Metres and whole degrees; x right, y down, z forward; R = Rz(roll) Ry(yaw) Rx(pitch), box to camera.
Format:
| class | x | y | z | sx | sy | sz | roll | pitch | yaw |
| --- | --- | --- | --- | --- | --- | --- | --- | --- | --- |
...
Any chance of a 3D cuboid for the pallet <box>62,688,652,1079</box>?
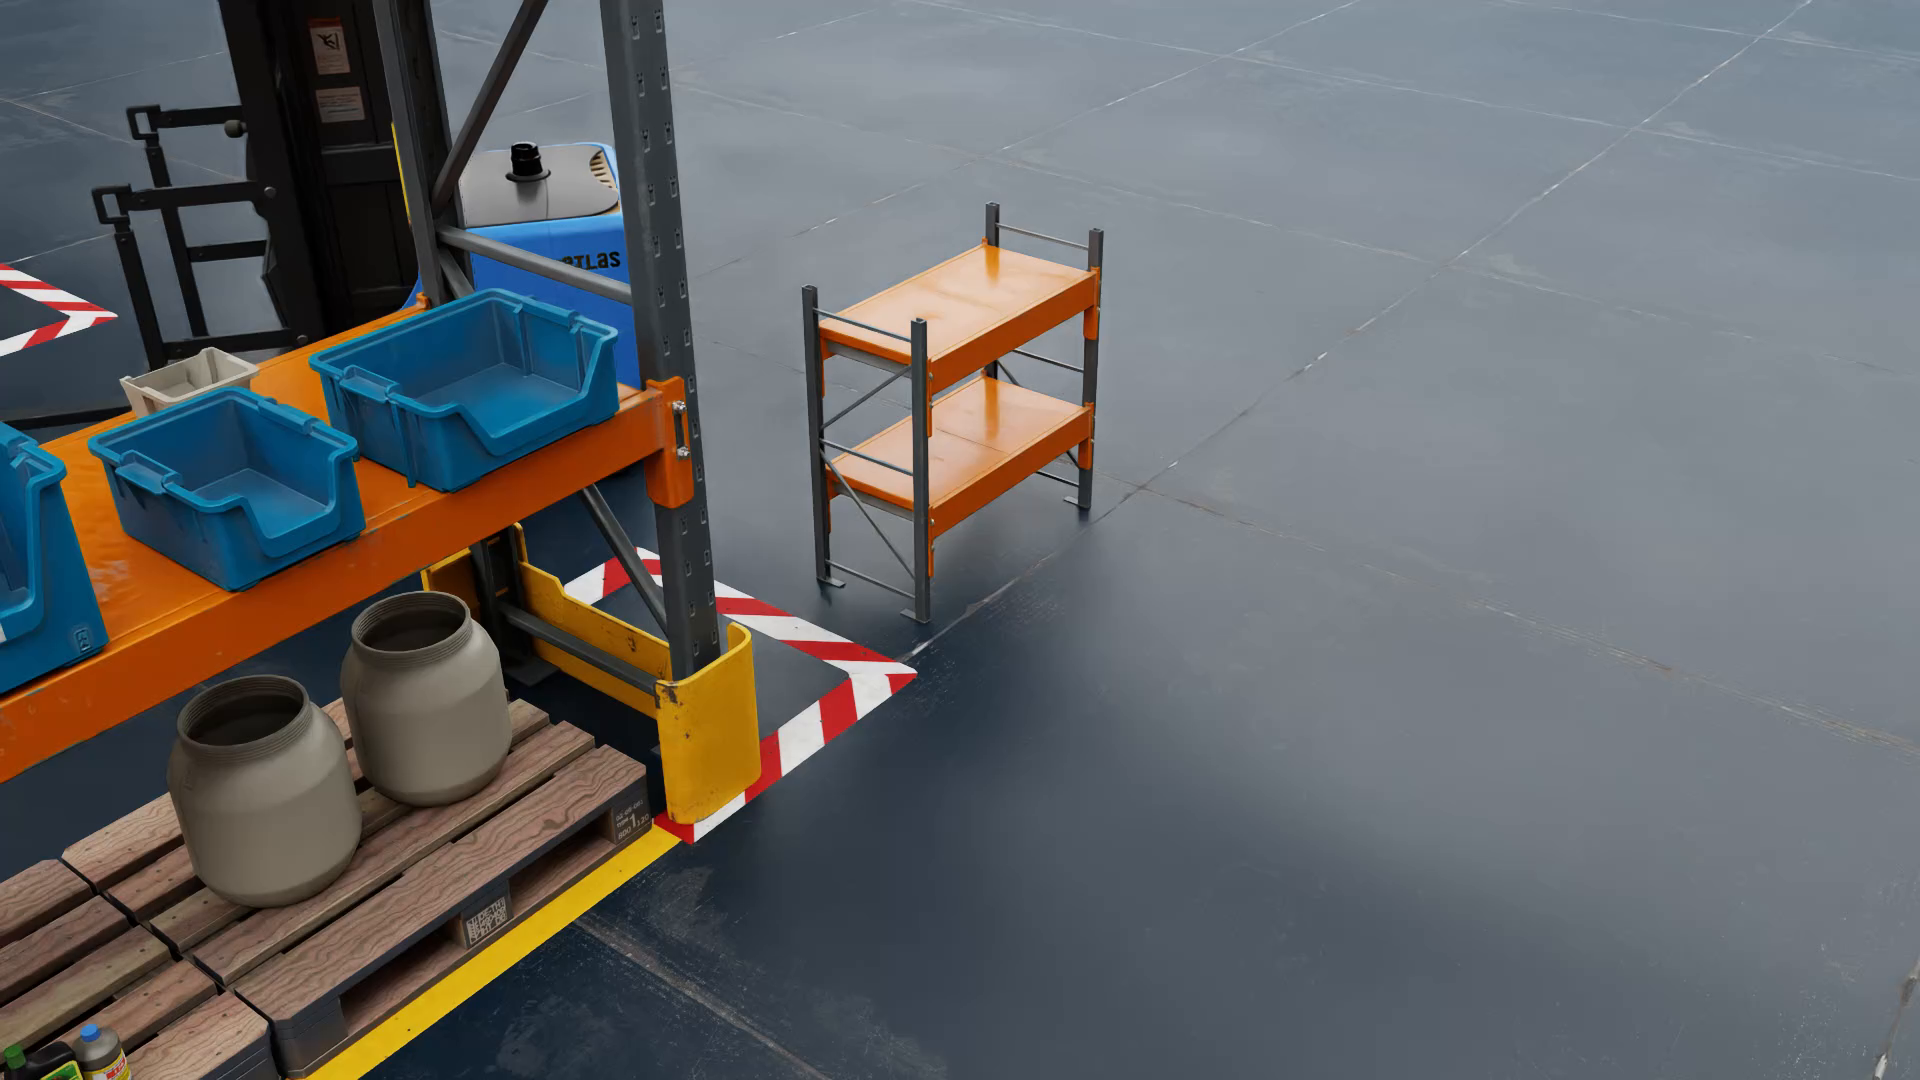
| class | x | y | z | sx | sy | sz | roll | pitch | yaw |
| --- | --- | --- | --- | --- | --- | --- | --- | --- | --- |
| pallet | -1.641 | 0.832 | 4.640 | 1.003 | 0.211 | 1.213 | 21 | 37 | 31 |

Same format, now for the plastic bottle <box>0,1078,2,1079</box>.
| class | x | y | z | sx | sy | sz | roll | pitch | yaw |
| --- | --- | --- | --- | --- | --- | --- | --- | --- | --- |
| plastic bottle | -2.072 | 1.216 | 3.496 | 0.152 | 0.276 | 0.135 | 21 | 37 | 32 |

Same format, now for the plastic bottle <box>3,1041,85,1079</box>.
| class | x | y | z | sx | sy | sz | roll | pitch | yaw |
| --- | --- | --- | --- | --- | --- | --- | --- | --- | --- |
| plastic bottle | -1.954 | 1.172 | 3.563 | 0.061 | 0.283 | 0.133 | 22 | 37 | 32 |

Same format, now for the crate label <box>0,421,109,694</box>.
| class | x | y | z | sx | sy | sz | roll | pitch | yaw |
| --- | --- | --- | --- | --- | --- | --- | --- | --- | --- |
| crate label | -2.034 | 0.074 | 3.148 | 0.502 | 0.435 | 0.616 | 21 | 37 | 31 |

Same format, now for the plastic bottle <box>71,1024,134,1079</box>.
| class | x | y | z | sx | sy | sz | roll | pitch | yaw |
| --- | --- | --- | --- | --- | --- | --- | --- | --- | --- |
| plastic bottle | -1.898 | 1.154 | 3.674 | 0.097 | 0.201 | 0.097 | 0 | 31 | 0 |

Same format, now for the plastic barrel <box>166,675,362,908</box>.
| class | x | y | z | sx | sy | sz | roll | pitch | yaw |
| --- | --- | --- | --- | --- | --- | --- | --- | --- | --- |
| plastic barrel | -1.777 | 0.642 | 4.252 | 0.421 | 0.512 | 0.421 | 0 | 31 | 0 |

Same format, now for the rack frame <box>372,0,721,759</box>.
| class | x | y | z | sx | sy | sz | roll | pitch | yaw |
| --- | --- | --- | --- | --- | --- | --- | --- | --- | --- |
| rack frame | -1.138 | -0.742 | 4.560 | 1.000 | 3.000 | 0.127 | 21 | 37 | 31 |

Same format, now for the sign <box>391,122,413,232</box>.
| class | x | y | z | sx | sy | sz | roll | pitch | yaw |
| --- | --- | --- | --- | --- | --- | --- | --- | --- | --- |
| sign | -1.574 | -1.032 | 4.778 | 0.100 | 0.325 | 0.005 | 21 | 37 | 31 |

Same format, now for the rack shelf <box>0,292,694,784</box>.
| class | x | y | z | sx | sy | sz | roll | pitch | yaw |
| --- | --- | --- | --- | --- | --- | --- | --- | --- | --- |
| rack shelf | -2.346 | 0.381 | 3.371 | 1.077 | 0.370 | 4.000 | 21 | 37 | 31 |

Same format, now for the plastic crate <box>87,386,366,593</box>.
| class | x | y | z | sx | sy | sz | roll | pitch | yaw |
| --- | --- | --- | --- | --- | --- | --- | --- | --- | --- |
| plastic crate | -1.599 | -0.120 | 3.657 | 0.499 | 0.251 | 0.408 | 21 | 37 | 31 |

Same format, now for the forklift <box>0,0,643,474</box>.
| class | x | y | z | sx | sy | sz | roll | pitch | yaw |
| --- | --- | --- | --- | --- | --- | --- | --- | --- | --- |
| forklift | -2.750 | -1.564 | 6.015 | 3.031 | 2.935 | 1.130 | -9 | 32 | -15 |

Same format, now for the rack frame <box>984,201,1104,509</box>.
| class | x | y | z | sx | sy | sz | roll | pitch | yaw |
| --- | --- | --- | --- | --- | --- | --- | --- | --- | --- |
| rack frame | 0.303 | -0.688 | 6.307 | 0.500 | 1.125 | 0.032 | 21 | 37 | 31 |

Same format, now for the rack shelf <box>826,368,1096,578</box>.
| class | x | y | z | sx | sy | sz | roll | pitch | yaw |
| --- | --- | --- | --- | --- | --- | --- | --- | --- | --- |
| rack shelf | -0.004 | -0.271 | 6.083 | 0.538 | 0.278 | 1.000 | 21 | 37 | 31 |

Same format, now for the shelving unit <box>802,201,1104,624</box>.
| class | x | y | z | sx | sy | sz | roll | pitch | yaw |
| --- | --- | --- | --- | --- | --- | --- | --- | --- | --- |
| shelving unit | -0.004 | -0.481 | 5.959 | 0.538 | 1.125 | 1.048 | 21 | 37 | 31 |

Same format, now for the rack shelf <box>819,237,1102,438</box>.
| class | x | y | z | sx | sy | sz | roll | pitch | yaw |
| --- | --- | --- | --- | --- | --- | --- | --- | --- | --- |
| rack shelf | -0.004 | -0.733 | 5.809 | 0.538 | 0.278 | 1.000 | 21 | 37 | 31 |

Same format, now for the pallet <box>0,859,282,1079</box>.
| class | x | y | z | sx | sy | sz | roll | pitch | yaw |
| --- | --- | --- | --- | --- | --- | --- | --- | --- | --- |
| pallet | -2.378 | 1.325 | 3.807 | 1.003 | 0.211 | 1.213 | 21 | 37 | 31 |

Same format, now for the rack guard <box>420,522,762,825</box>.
| class | x | y | z | sx | sy | sz | roll | pitch | yaw |
| --- | --- | --- | --- | --- | --- | --- | --- | --- | --- |
| rack guard | -1.147 | 0.379 | 5.120 | 1.175 | 0.500 | 0.348 | 21 | 37 | 31 |

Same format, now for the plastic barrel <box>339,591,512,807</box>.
| class | x | y | z | sx | sy | sz | roll | pitch | yaw |
| --- | --- | --- | --- | --- | --- | --- | --- | --- | --- |
| plastic barrel | -1.475 | 0.439 | 4.596 | 0.421 | 0.512 | 0.421 | 0 | 31 | 0 |

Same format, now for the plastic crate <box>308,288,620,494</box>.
| class | x | y | z | sx | sy | sz | roll | pitch | yaw |
| --- | --- | --- | --- | --- | --- | --- | --- | --- | --- |
| plastic crate | -1.202 | -0.382 | 4.099 | 0.499 | 0.251 | 0.616 | 21 | 37 | 31 |

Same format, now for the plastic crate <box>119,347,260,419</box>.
| class | x | y | z | sx | sy | sz | roll | pitch | yaw |
| --- | --- | --- | --- | --- | --- | --- | --- | --- | --- |
| plastic crate | -1.935 | -0.364 | 4.180 | 0.298 | 0.136 | 0.250 | 21 | 37 | 31 |

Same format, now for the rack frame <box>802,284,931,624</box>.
| class | x | y | z | sx | sy | sz | roll | pitch | yaw |
| --- | --- | --- | --- | --- | --- | --- | --- | --- | --- |
| rack frame | -0.311 | -0.275 | 5.610 | 0.500 | 1.125 | 0.032 | 21 | 37 | 31 |
